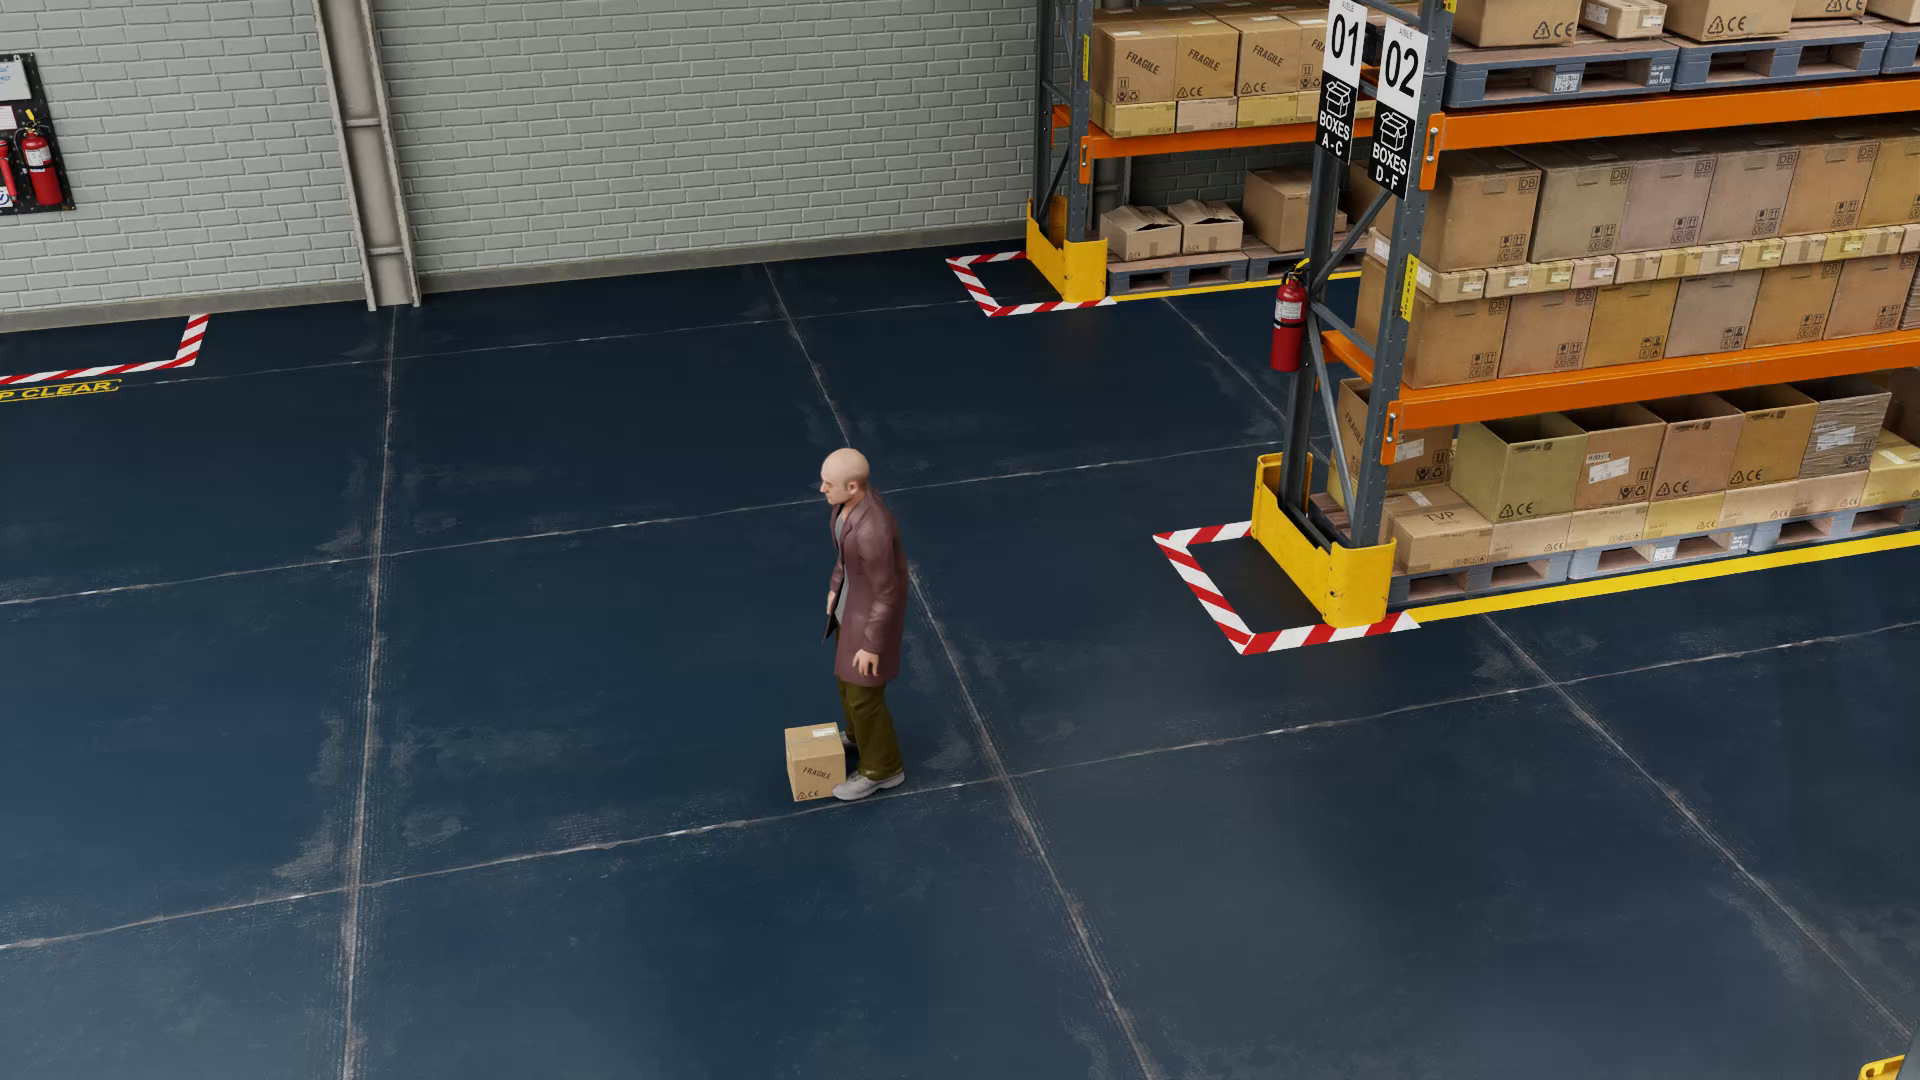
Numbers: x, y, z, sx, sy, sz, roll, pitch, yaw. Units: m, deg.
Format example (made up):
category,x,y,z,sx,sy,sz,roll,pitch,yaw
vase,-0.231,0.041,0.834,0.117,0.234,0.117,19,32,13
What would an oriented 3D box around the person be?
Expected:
category,x,y,z,sx,sy,sz,roll,pitch,yaw
person,-0.450,0.365,7.623,0.416,1.774,0.656,-9,31,-15
